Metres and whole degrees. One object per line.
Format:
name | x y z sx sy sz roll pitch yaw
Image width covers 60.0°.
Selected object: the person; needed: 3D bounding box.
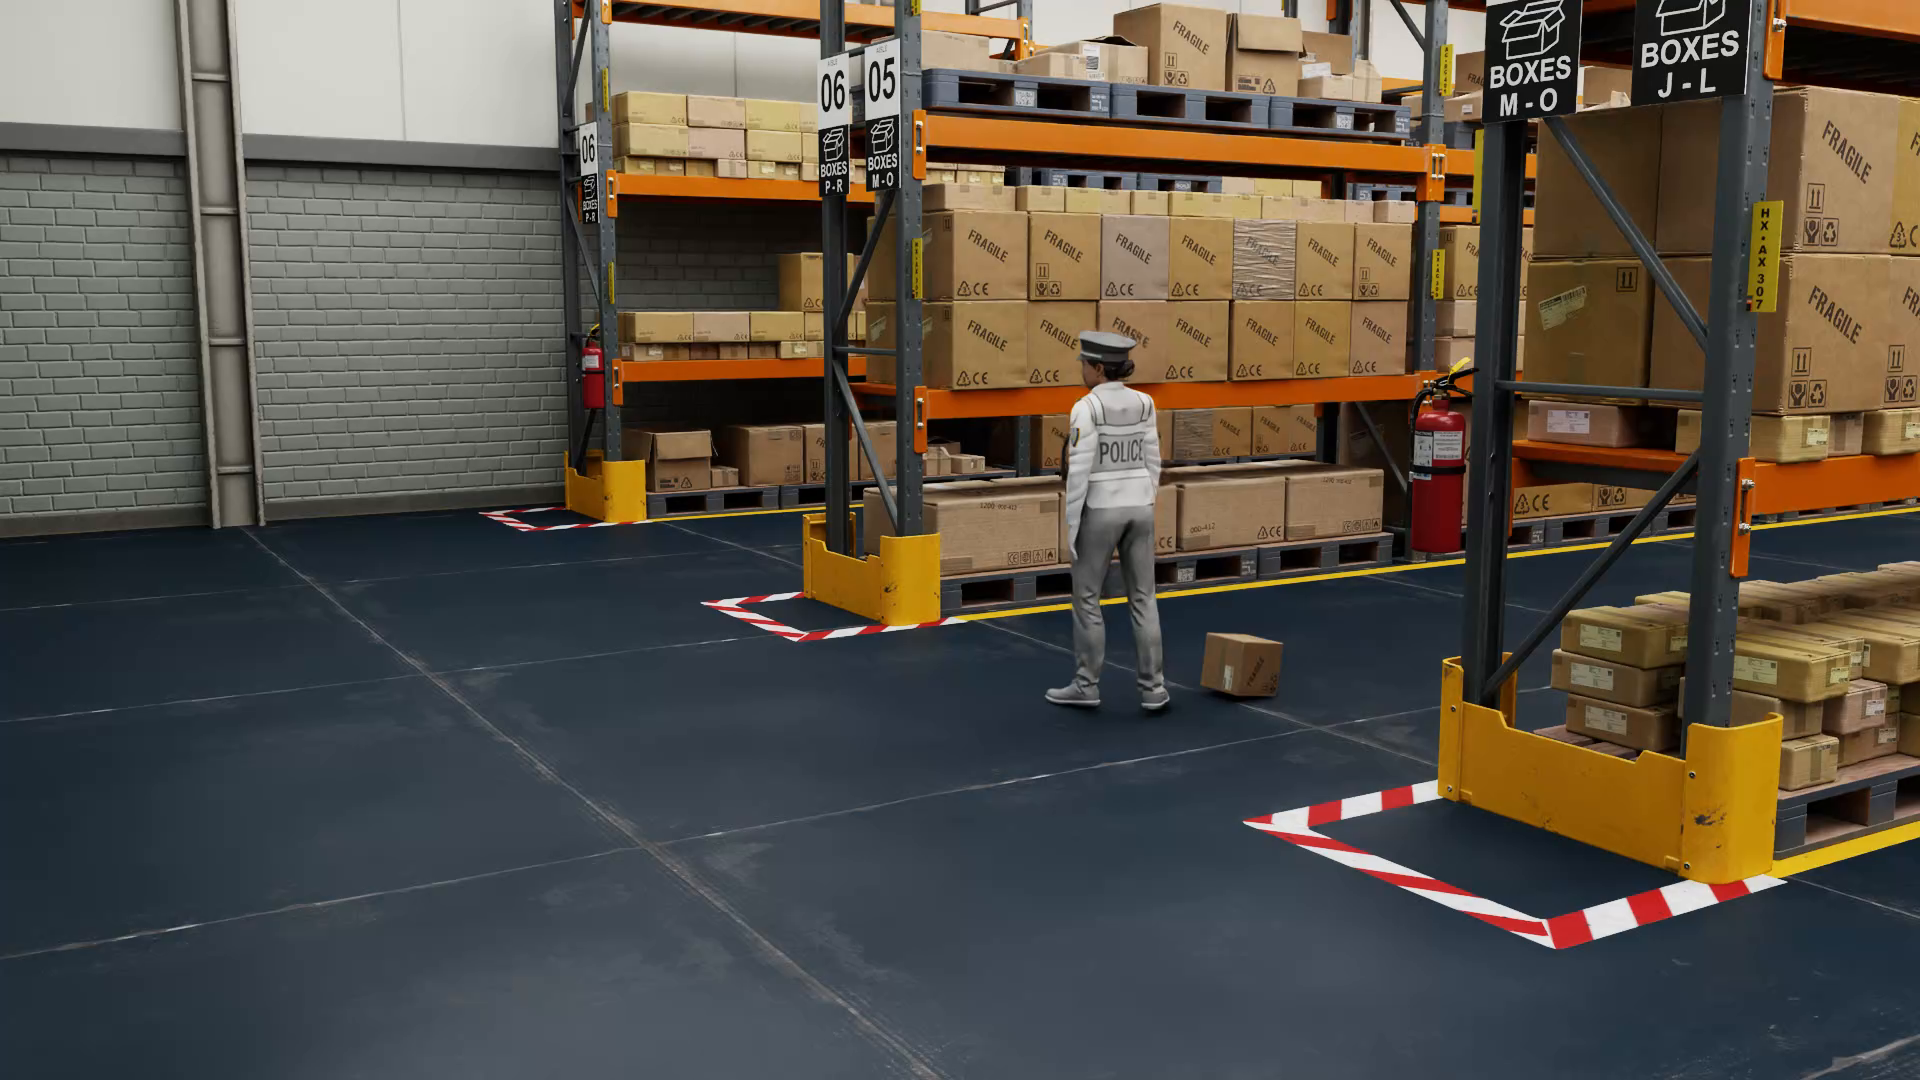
person | 0.668 -0.079 7.333 0.503 1.679 0.526 -4 9 -27
